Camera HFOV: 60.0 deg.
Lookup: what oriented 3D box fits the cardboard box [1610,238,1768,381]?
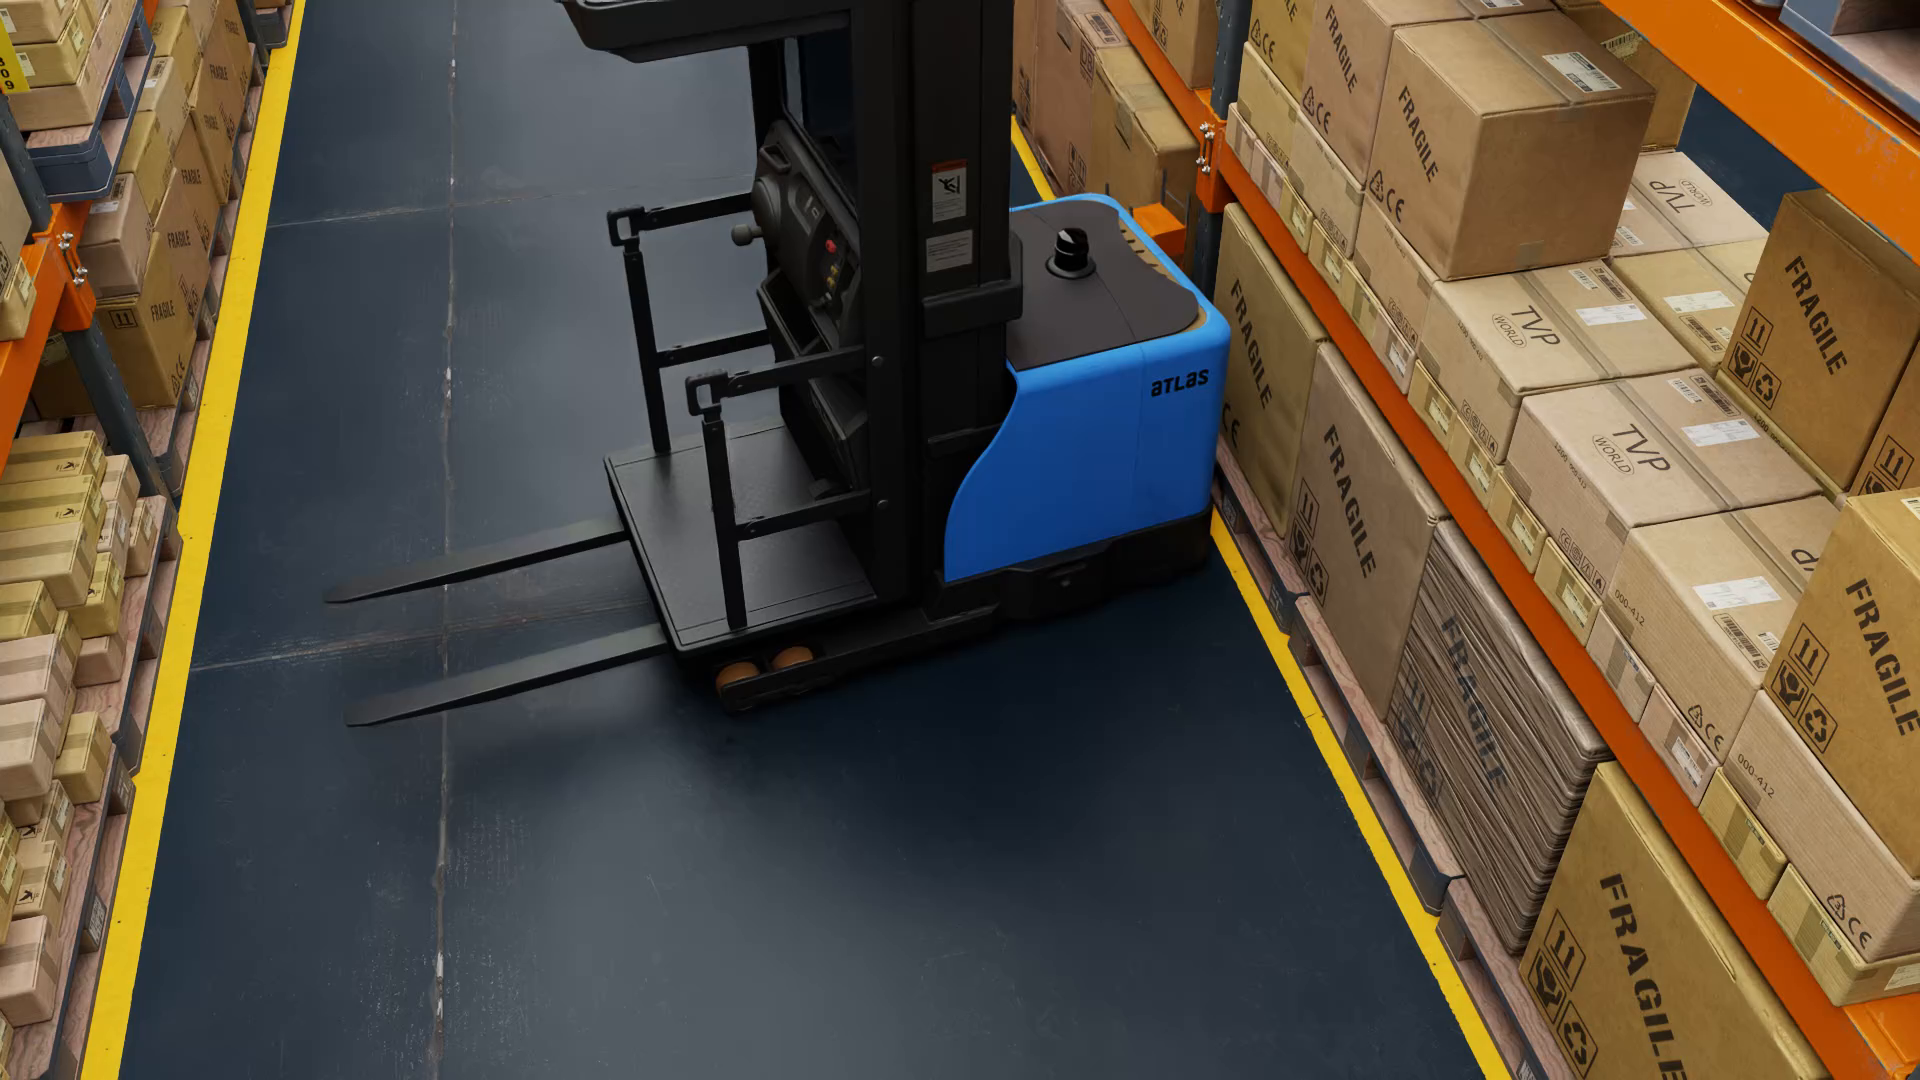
[{"bbox_3d":[2.089,-0.557,4.507,0.500,0.250,0.500,-9,42,-10],"label":"cardboard box"}]

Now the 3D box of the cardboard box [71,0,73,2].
[{"bbox_3d":[-3.160,-1.887,5.541,0.380,0.149,0.250,-7,42,-8],"label":"cardboard box"}]

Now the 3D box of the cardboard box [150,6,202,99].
[{"bbox_3d":[-3.703,-2.132,7.394,0.500,0.250,0.500,-7,42,-8],"label":"cardboard box"}]

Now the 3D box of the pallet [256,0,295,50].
[{"bbox_3d":[-4.418,-3.172,9.664,1.003,0.211,1.213,-8,42,-9],"label":"pallet"}]

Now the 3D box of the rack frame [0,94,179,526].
[{"bbox_3d":[-3.458,-1.100,5.230,1.000,3.000,0.127,-8,42,-9],"label":"rack frame"}]

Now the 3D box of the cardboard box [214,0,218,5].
[{"bbox_3d":[-3.917,-2.790,8.135,0.500,0.250,0.500,-9,42,-10],"label":"cardboard box"}]

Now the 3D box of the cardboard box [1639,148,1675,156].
[{"bbox_3d":[1.873,-1.217,5.250,0.500,0.250,0.500,-7,42,-8],"label":"cardboard box"}]

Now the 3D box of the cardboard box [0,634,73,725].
[{"bbox_3d":[-2.844,0.442,4.876,0.380,0.149,0.250,-10,43,-11],"label":"cardboard box"}]

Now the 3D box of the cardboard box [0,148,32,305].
[{"bbox_3d":[-3.077,-0.976,4.790,0.500,0.500,0.500,-8,42,-9],"label":"cardboard box"}]

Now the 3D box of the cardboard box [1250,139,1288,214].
[{"bbox_3d":[1.203,-1.242,5.579,0.380,0.149,0.250,-10,43,-11],"label":"cardboard box"}]

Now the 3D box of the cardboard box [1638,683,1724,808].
[{"bbox_3d":[1.761,0.426,3.700,0.380,0.149,0.250,-8,42,-9],"label":"cardboard box"}]

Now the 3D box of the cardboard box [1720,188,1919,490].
[{"bbox_3d":[2.205,-0.497,3.874,0.500,0.500,0.500,-9,42,-10],"label":"cardboard box"}]

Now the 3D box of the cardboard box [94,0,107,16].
[{"bbox_3d":[-3.208,-1.931,5.814,0.380,0.149,0.250,-7,42,-8],"label":"cardboard box"}]

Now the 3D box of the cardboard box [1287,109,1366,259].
[{"bbox_3d":[1.355,-1.135,5.158,0.500,0.250,0.500,-9,42,-9],"label":"cardboard box"}]

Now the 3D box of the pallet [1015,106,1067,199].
[{"bbox_3d":[0.900,-1.984,8.326,1.003,0.211,1.213,-8,42,-9],"label":"pallet"}]

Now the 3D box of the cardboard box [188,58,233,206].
[{"bbox_3d":[-3.685,-1.849,7.640,0.500,0.500,0.500,-10,43,-11],"label":"cardboard box"}]

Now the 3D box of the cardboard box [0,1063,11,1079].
[{"bbox_3d":[-2.549,1.401,4.020,0.380,0.149,0.250,-7,42,-8],"label":"cardboard box"}]

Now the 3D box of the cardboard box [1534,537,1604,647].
[{"bbox_3d":[1.650,0.096,4.072,0.380,0.149,0.250,-9,42,-10],"label":"cardboard box"}]

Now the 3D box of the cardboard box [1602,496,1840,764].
[{"bbox_3d":[1.798,0.187,3.668,0.500,0.250,0.500,-9,42,-10],"label":"cardboard box"}]

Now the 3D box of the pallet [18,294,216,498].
[{"bbox_3d":[-3.627,-0.562,6.724,1.003,0.211,1.213,-8,42,-9],"label":"pallet"}]

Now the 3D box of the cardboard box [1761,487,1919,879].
[{"bbox_3d":[1.909,0.234,3.051,0.500,0.500,0.500,-8,42,-9],"label":"cardboard box"}]

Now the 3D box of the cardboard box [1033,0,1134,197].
[{"bbox_3d":[1.056,-2.099,7.639,1.225,0.875,0.875,-10,43,-11],"label":"cardboard box"}]

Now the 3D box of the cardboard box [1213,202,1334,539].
[{"bbox_3d":[1.472,-0.669,6.028,0.875,0.875,0.875,-8,42,-9],"label":"cardboard box"}]

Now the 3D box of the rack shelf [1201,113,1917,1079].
[{"bbox_3d":[1.839,-0.180,4.735,1.077,0.370,4.000,-8,42,-9],"label":"rack shelf"}]

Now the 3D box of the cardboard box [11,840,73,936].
[{"bbox_3d":[-2.742,1.016,4.678,0.380,0.149,0.250,-8,42,-9],"label":"cardboard box"}]

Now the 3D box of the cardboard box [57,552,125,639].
[{"bbox_3d":[-2.934,0.201,5.371,0.380,0.149,0.250,-10,43,-11],"label":"cardboard box"}]

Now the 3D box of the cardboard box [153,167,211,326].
[{"bbox_3d":[-3.474,-1.182,6.889,0.500,0.500,0.500,-7,42,-7],"label":"cardboard box"}]

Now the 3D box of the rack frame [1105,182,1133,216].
[{"bbox_3d":[0.583,-0.871,6.441,0.008,1.050,0.200,-17,44,-18],"label":"rack frame"}]

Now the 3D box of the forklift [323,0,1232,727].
[{"bbox_3d":[-0.660,-0.922,5.080,3.031,2.935,1.130,-15,44,-16],"label":"forklift"}]

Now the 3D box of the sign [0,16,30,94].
[{"bbox_3d":[-2.929,-1.507,5.036,0.100,0.325,0.005,-8,42,-9],"label":"sign"}]

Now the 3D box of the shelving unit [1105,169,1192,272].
[{"bbox_3d":[0.695,-0.905,6.478,0.252,1.050,0.215,-17,44,-18],"label":"shelving unit"}]

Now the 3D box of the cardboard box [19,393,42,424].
[{"bbox_3d":[-3.863,-0.766,6.420,0.500,0.500,0.500,-9,42,-10],"label":"cardboard box"}]

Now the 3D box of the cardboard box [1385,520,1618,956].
[{"bbox_3d":[1.858,0.492,4.721,0.875,0.875,0.875,-8,42,-9],"label":"cardboard box"}]

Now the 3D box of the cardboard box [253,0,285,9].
[{"bbox_3d":[-4.365,-3.416,9.217,1.050,0.750,0.750,-9,42,-10],"label":"cardboard box"}]

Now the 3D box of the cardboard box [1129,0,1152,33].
[{"bbox_3d":[0.940,-2.368,6.583,0.500,0.500,0.500,-7,42,-8],"label":"cardboard box"}]

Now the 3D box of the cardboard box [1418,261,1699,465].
[{"bbox_3d":[1.571,-0.480,4.420,0.500,0.250,0.500,-8,42,-9],"label":"cardboard box"}]

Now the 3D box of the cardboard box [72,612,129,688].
[{"bbox_3d":[-2.946,0.357,5.420,0.380,0.149,0.250,-10,43,-11],"label":"cardboard box"}]

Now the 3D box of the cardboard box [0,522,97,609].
[{"bbox_3d":[-2.972,0.100,5.261,0.380,0.149,0.250,-9,42,-10],"label":"cardboard box"}]

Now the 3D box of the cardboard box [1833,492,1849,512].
[{"bbox_3d":[2.312,0.106,3.759,0.500,0.250,0.500,-9,42,-10],"label":"cardboard box"}]

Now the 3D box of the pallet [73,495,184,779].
[{"bbox_3d":[-3.278,0.373,5.671,1.003,0.211,1.213,-8,42,-9],"label":"pallet"}]

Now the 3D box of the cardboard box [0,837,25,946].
[{"bbox_3d":[-2.679,0.941,4.314,0.380,0.149,0.250,-8,42,-9],"label":"cardboard box"}]

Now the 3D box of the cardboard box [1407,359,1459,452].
[{"bbox_3d":[1.484,-0.402,4.632,0.380,0.149,0.250,-9,42,-11],"label":"cardboard box"}]

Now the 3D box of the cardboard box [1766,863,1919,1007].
[{"bbox_3d":[1.872,0.758,3.326,0.380,0.149,0.250,-8,42,-8],"label":"cardboard box"}]

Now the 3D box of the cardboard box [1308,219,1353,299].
[{"bbox_3d":[1.319,-0.901,5.195,0.380,0.149,0.250,-9,42,-10],"label":"cardboard box"}]

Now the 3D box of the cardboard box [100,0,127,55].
[{"bbox_3d":[-3.209,-1.826,5.920,0.380,0.149,0.250,-8,42,-9],"label":"cardboard box"}]

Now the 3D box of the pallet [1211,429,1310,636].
[{"bbox_3d":[1.495,-0.198,6.314,1.003,0.211,1.213,-8,42,-9],"label":"pallet"}]
